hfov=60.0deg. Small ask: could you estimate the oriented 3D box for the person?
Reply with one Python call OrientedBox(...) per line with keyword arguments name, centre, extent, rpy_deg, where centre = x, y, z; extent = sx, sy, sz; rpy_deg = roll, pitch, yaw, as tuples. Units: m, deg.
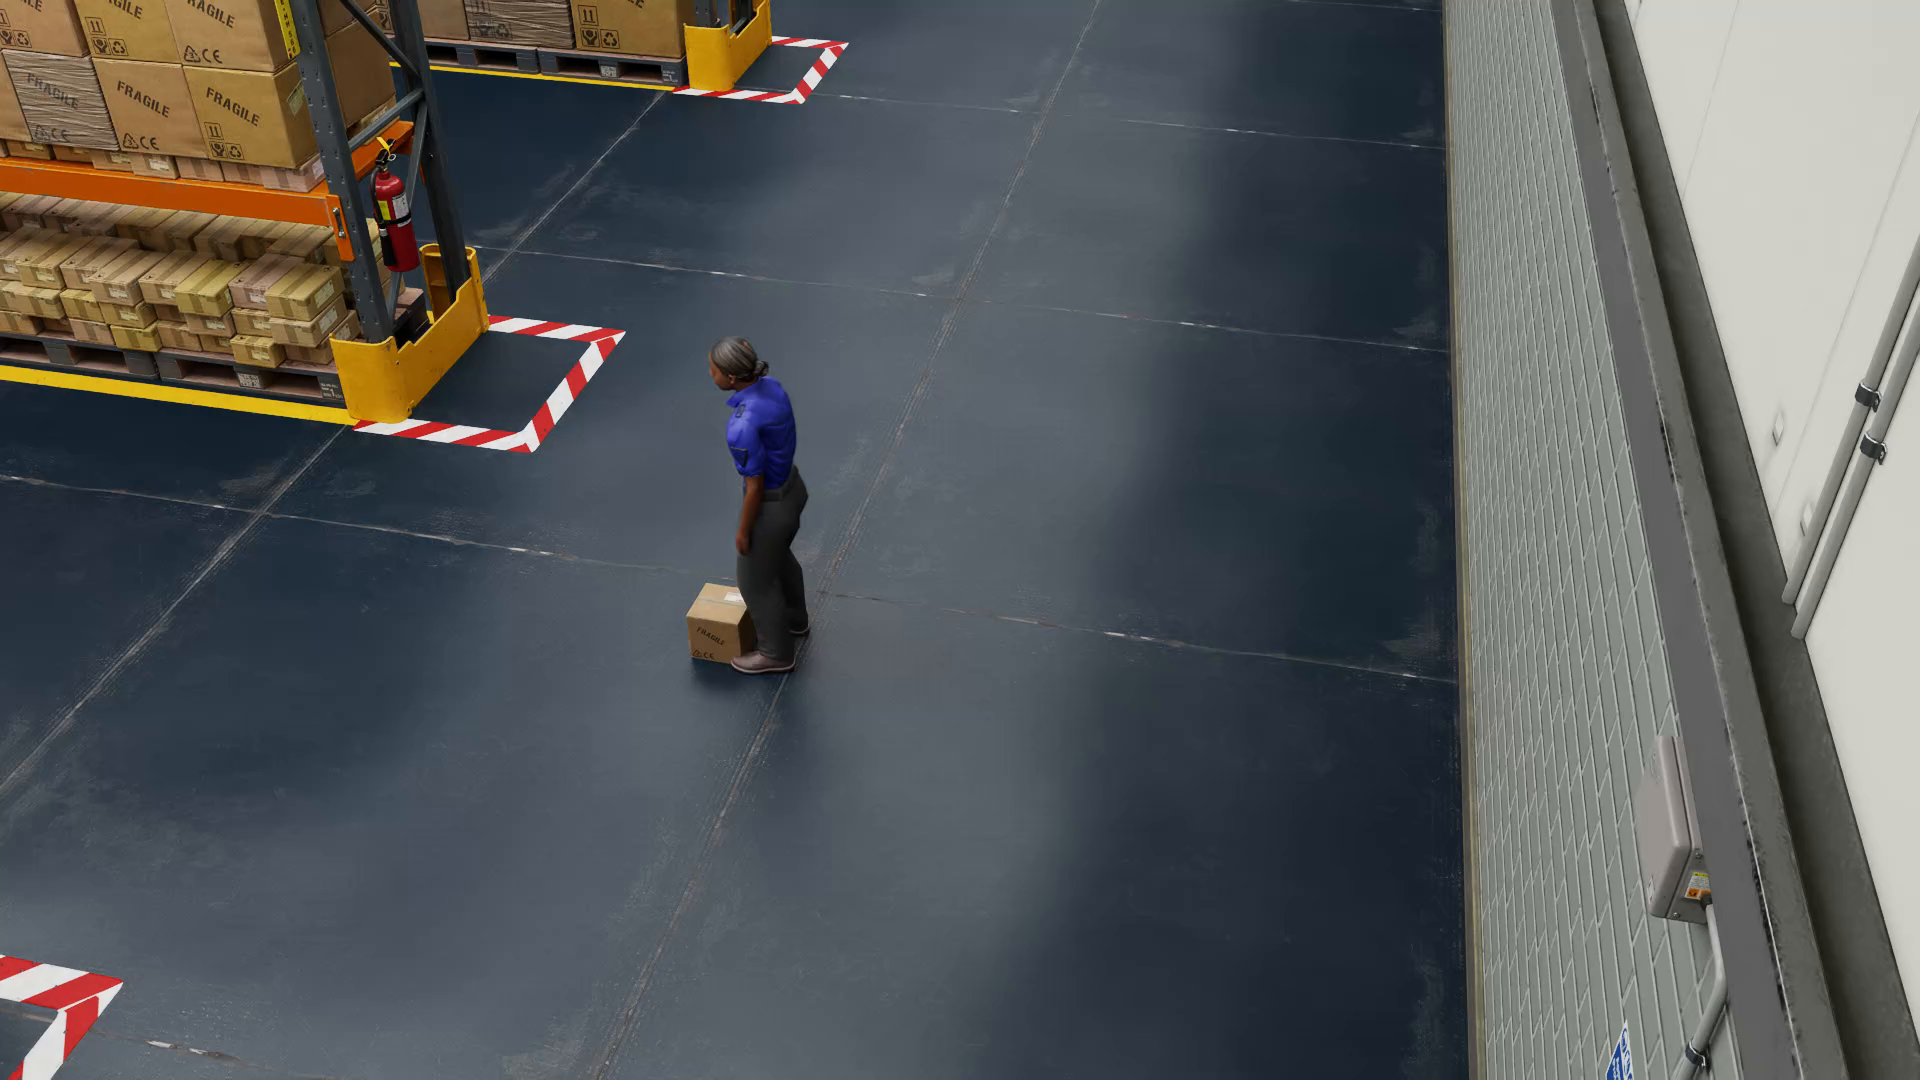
OrientedBox(name="person", centre=(-0.848, -0.155, 7.175), extent=(0.350, 1.654, 0.503), rpy_deg=(8, 37, 10))
